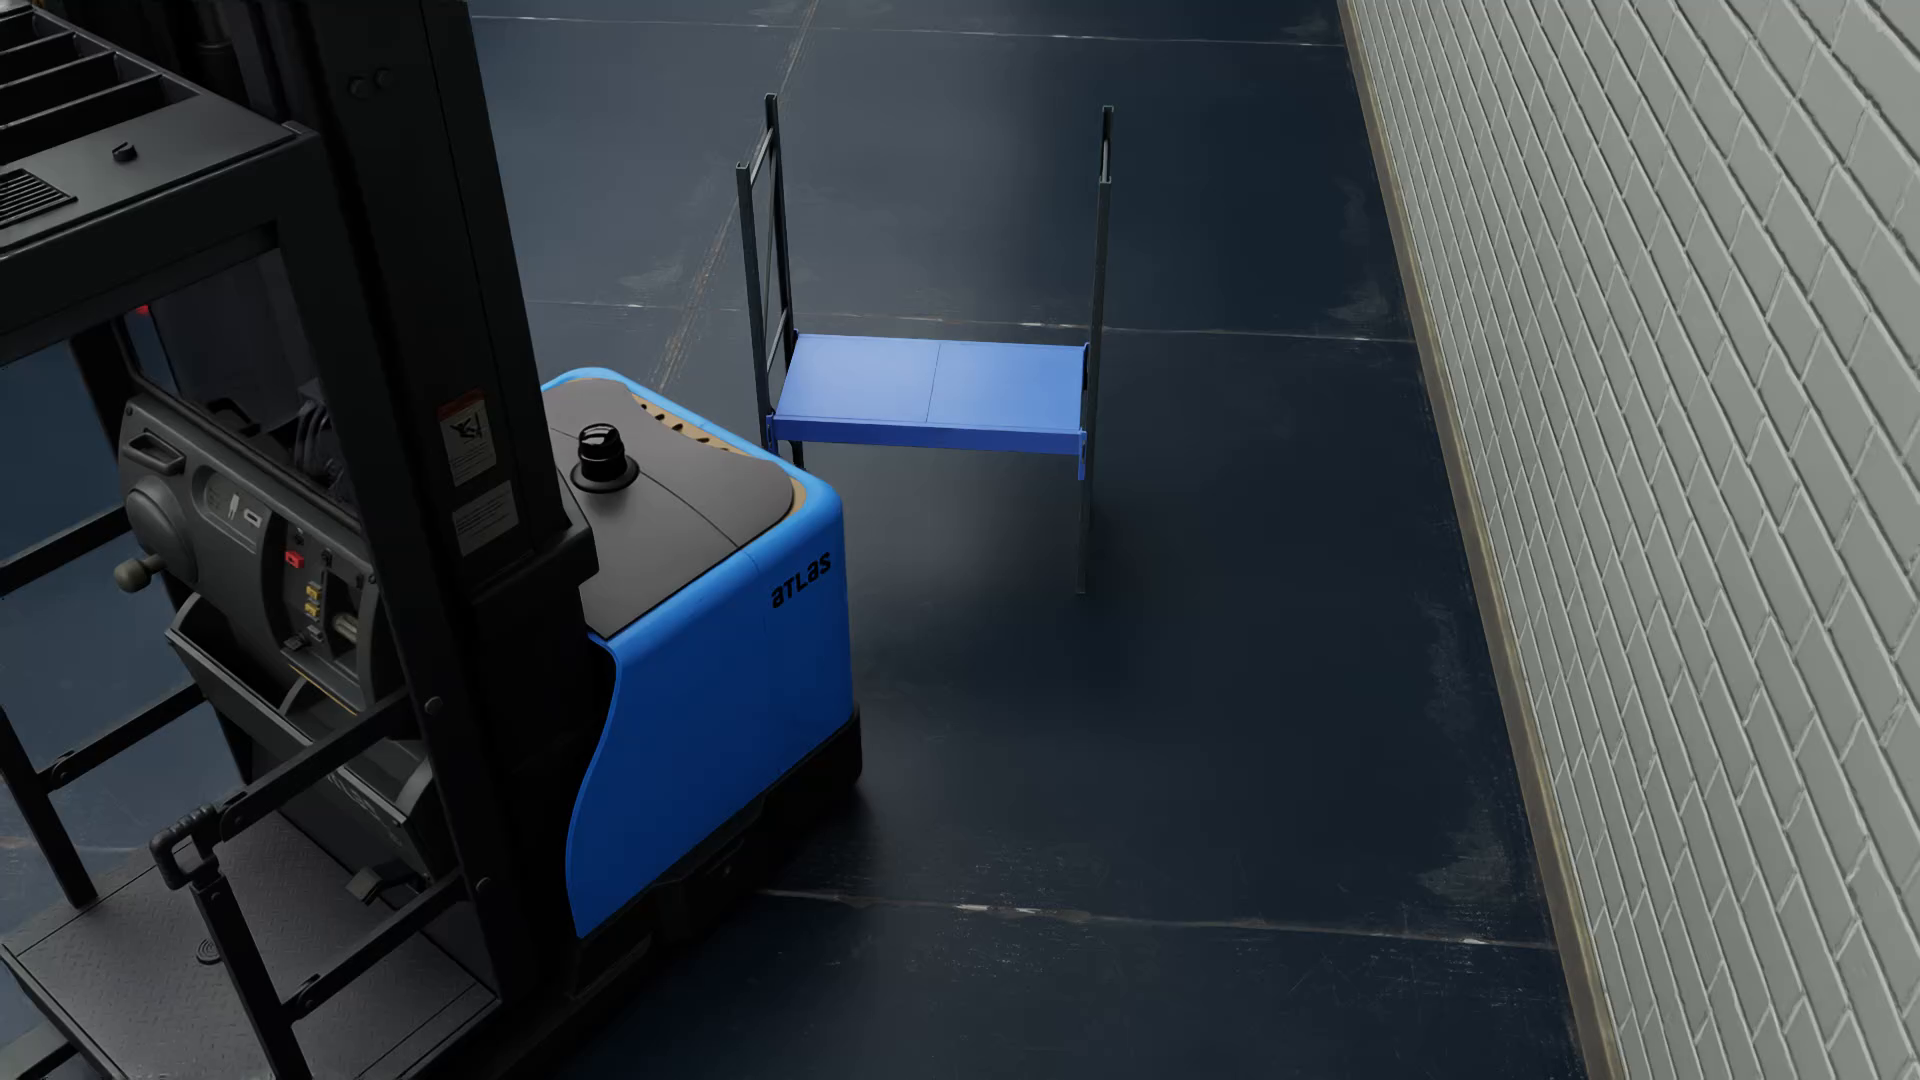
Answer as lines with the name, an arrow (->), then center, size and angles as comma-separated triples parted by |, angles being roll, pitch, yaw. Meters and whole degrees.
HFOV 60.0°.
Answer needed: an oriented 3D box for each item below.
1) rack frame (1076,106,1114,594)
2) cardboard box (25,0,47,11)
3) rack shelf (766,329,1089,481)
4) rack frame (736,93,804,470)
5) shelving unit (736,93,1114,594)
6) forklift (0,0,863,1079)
rack frame -> 0.421, -0.559, 5.248 | 0.032, 1.500, 0.500 | 3, 39, 4
cardboard box -> -4.406, -1.889, 7.045 | 0.875, 0.875, 0.875 | 3, 39, 4
rack shelf -> -0.085, -0.447, 5.396 | 1.000, 0.185, 0.538 | 3, 39, 4
rack frame -> -0.591, -0.614, 5.316 | 0.032, 1.500, 0.500 | 3, 39, 4
shelving unit -> -0.085, -0.586, 5.282 | 1.048, 1.500, 0.538 | 3, 39, 4
forklift -> -1.607, 0.096, 3.311 | 1.130, 2.935, 3.031 | 27, 47, 30
